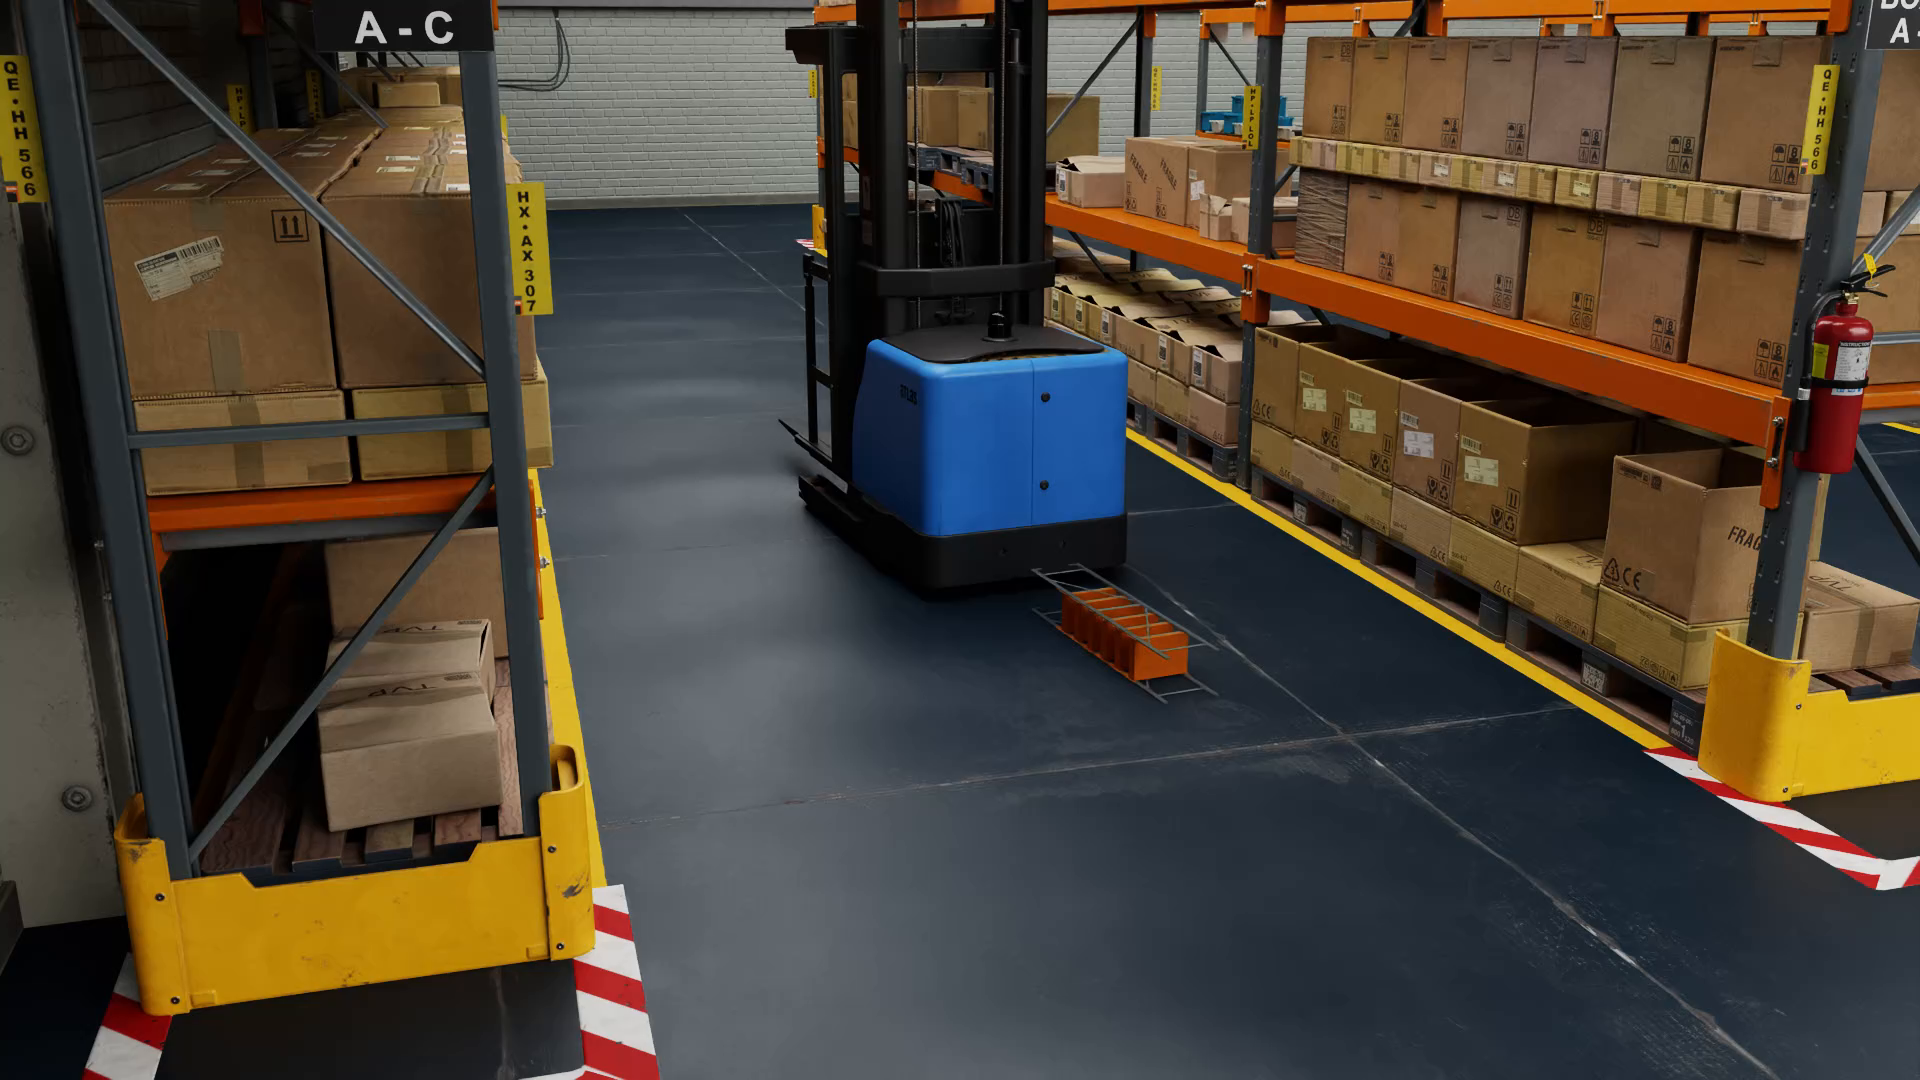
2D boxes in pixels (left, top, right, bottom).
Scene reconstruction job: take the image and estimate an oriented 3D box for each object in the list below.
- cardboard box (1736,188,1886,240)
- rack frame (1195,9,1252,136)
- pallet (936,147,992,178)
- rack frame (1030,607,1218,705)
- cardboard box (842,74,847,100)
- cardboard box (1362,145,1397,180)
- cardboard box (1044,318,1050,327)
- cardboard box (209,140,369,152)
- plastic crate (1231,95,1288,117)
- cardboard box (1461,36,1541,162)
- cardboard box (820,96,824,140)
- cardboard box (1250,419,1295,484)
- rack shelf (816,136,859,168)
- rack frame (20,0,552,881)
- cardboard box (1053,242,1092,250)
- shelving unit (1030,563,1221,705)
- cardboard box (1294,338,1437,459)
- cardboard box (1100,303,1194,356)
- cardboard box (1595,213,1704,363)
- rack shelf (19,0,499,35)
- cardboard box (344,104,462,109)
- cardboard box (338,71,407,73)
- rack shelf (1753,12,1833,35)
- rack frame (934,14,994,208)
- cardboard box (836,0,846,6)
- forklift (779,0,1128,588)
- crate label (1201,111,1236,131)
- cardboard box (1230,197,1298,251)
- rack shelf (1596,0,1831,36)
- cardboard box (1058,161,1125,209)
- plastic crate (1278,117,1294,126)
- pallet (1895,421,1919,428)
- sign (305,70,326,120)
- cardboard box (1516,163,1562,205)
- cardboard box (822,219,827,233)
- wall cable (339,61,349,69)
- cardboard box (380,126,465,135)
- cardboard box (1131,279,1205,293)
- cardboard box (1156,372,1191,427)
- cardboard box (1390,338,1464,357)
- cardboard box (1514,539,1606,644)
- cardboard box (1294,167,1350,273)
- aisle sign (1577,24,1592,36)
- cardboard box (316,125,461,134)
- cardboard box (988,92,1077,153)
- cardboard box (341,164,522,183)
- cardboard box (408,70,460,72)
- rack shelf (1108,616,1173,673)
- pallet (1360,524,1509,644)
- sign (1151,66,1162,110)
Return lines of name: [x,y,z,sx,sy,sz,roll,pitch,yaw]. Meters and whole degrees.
cardboard box: [2.876,-1.108,5.624,0.380,0.149,0.250,-5,17,-16]
rack frame: [3.531,-5.475,21.464,1.000,3.000,0.127,-5,17,-15]
pallet: [0.427,-3.317,14.614,1.003,0.211,1.213,-5,17,-15]
rack frame: [0.656,0.454,6.923,0.240,0.006,1.200,-7,18,-22]
cardboard box: [-1.080,-5.185,18.586,0.500,0.500,0.500,-4,17,-14]
cardboard box: [2.168,-1.821,7.998,0.380,0.149,0.250,-5,17,-16]
cardboard box: [0.827,-1.588,12.573,0.500,0.250,0.500,-5,17,-15]
cardboard box: [-2.498,-1.241,6.292,0.500,0.500,0.500,-4,17,-14]
plastic crate: [3.803,-5.443,21.191,0.616,0.435,0.499,-5,17,-15]
cardboard box: [2.607,-1.895,7.119,0.700,0.500,0.500,-5,17,-15]
cardboard box: [-1.364,-4.989,19.671,0.500,0.500,0.500,-4,17,-14]
cardboard box: [1.901,-0.497,8.942,0.500,0.250,0.500,-5,17,-15]
rack shelf: [-0.683,-4.186,18.426,1.077,0.370,4.000,-5,17,-15]
rack frame: [-1.597,-0.266,4.123,1.000,3.000,0.127,-5,17,-15]
cardboard box: [0.833,-2.317,14.531,0.500,0.500,0.500,-5,17,-16]
shelving unit: [0.656,0.366,6.897,0.258,0.189,1.200,-7,18,-22]
cardboard box: [2.037,-0.718,8.373,0.500,0.500,0.500,-5,17,-15]
cardboard box: [1.260,-1.428,11.067,0.500,0.311,0.500,-5,17,-16]
cardboard box: [2.900,-0.981,6.331,0.700,0.500,0.500,-4,17,-14]
rack shelf: [-2.147,-1.911,5.637,1.077,0.370,4.000,-5,17,-15]
cardboard box: [-3.657,-2.608,10.982,0.700,0.500,0.500,-7,18,-22]
cardboard box: [-4.447,-3.428,12.622,0.500,0.250,0.500,-5,17,-17]
rack shelf: [9.942,-5.299,16.915,1.077,0.370,4.000,-5,17,-15]
rack frame: [-0.133,-3.978,16.480,1.000,3.000,0.127,-5,17,-15]
cardboard box: [-1.072,-6.009,18.290,0.500,0.250,0.500,-5,17,-15]
forklift: [-0.232,-1.570,8.585,1.130,2.935,3.031,-7,18,-21]
crate label: [3.282,-5.329,21.165,0.416,0.233,0.303,-5,17,-15]
cardboard box: [1.888,-1.826,9.577,0.500,0.250,0.500,-4,17,-12]
rack shelf: [6.279,-3.801,11.927,1.077,0.370,4.000,-5,17,-15]
cardboard box: [1.026,-2.566,11.935,0.500,0.311,0.500,-5,17,-16]
plastic crate: [3.727,-4.882,19.677,0.416,0.233,0.300,-5,17,-15]
pallet: [6.576,-1.034,11.528,1.003,0.211,1.213,-5,17,-15]
sign: [-4.329,-2.988,11.174,0.100,0.325,0.005,-5,17,-15]
cardboard box: [2.519,-1.466,6.816,0.380,0.149,0.250,-4,17,-14]
cardboard box: [-1.448,-3.787,20.035,0.380,0.149,0.250,-5,17,-15]
wall cable: [-7.256,-5.457,19.640,0.084,1.984,1.851,-5,17,-15]
cardboard box: [-2.269,-1.563,7.363,0.500,0.500,0.500,-5,17,-15]
cardboard box: [1.496,-1.756,12.157,0.500,0.311,0.500,-5,17,-16]
cardboard box: [1.535,-0.881,10.221,0.500,0.250,0.500,-5,17,-16]
cardboard box: [2.529,-0.758,8.508,0.500,0.500,0.500,-5,17,-15]
cardboard box: [2.584,0.195,6.639,0.500,0.250,0.500,-5,17,-15]
cardboard box: [2.193,-1.691,8.692,0.700,0.500,0.500,-5,17,-17]
aisle sign: [8.562,-7.155,22.539,0.394,0.787,0.004,-5,17,-15]
cardboard box: [-2.804,-1.774,8.206,0.700,0.500,0.500,-5,17,-15]
cardboard box: [0.617,-3.554,14.165,0.700,0.500,0.500,-1,17,-5]
cardboard box: [-1.566,-0.856,5.010,0.500,0.500,0.500,-5,17,-15]
cardboard box: [-3.962,-3.470,12.762,0.500,0.250,0.500,-5,17,-15]
rack shelf: [0.732,0.418,6.724,0.258,0.180,0.103,-7,18,-22]
pallet: [2.582,0.132,7.646,1.003,0.211,1.213,-5,17,-15]
sign: [1.499,-3.471,12.780,0.100,0.325,0.005,-5,17,-15]
